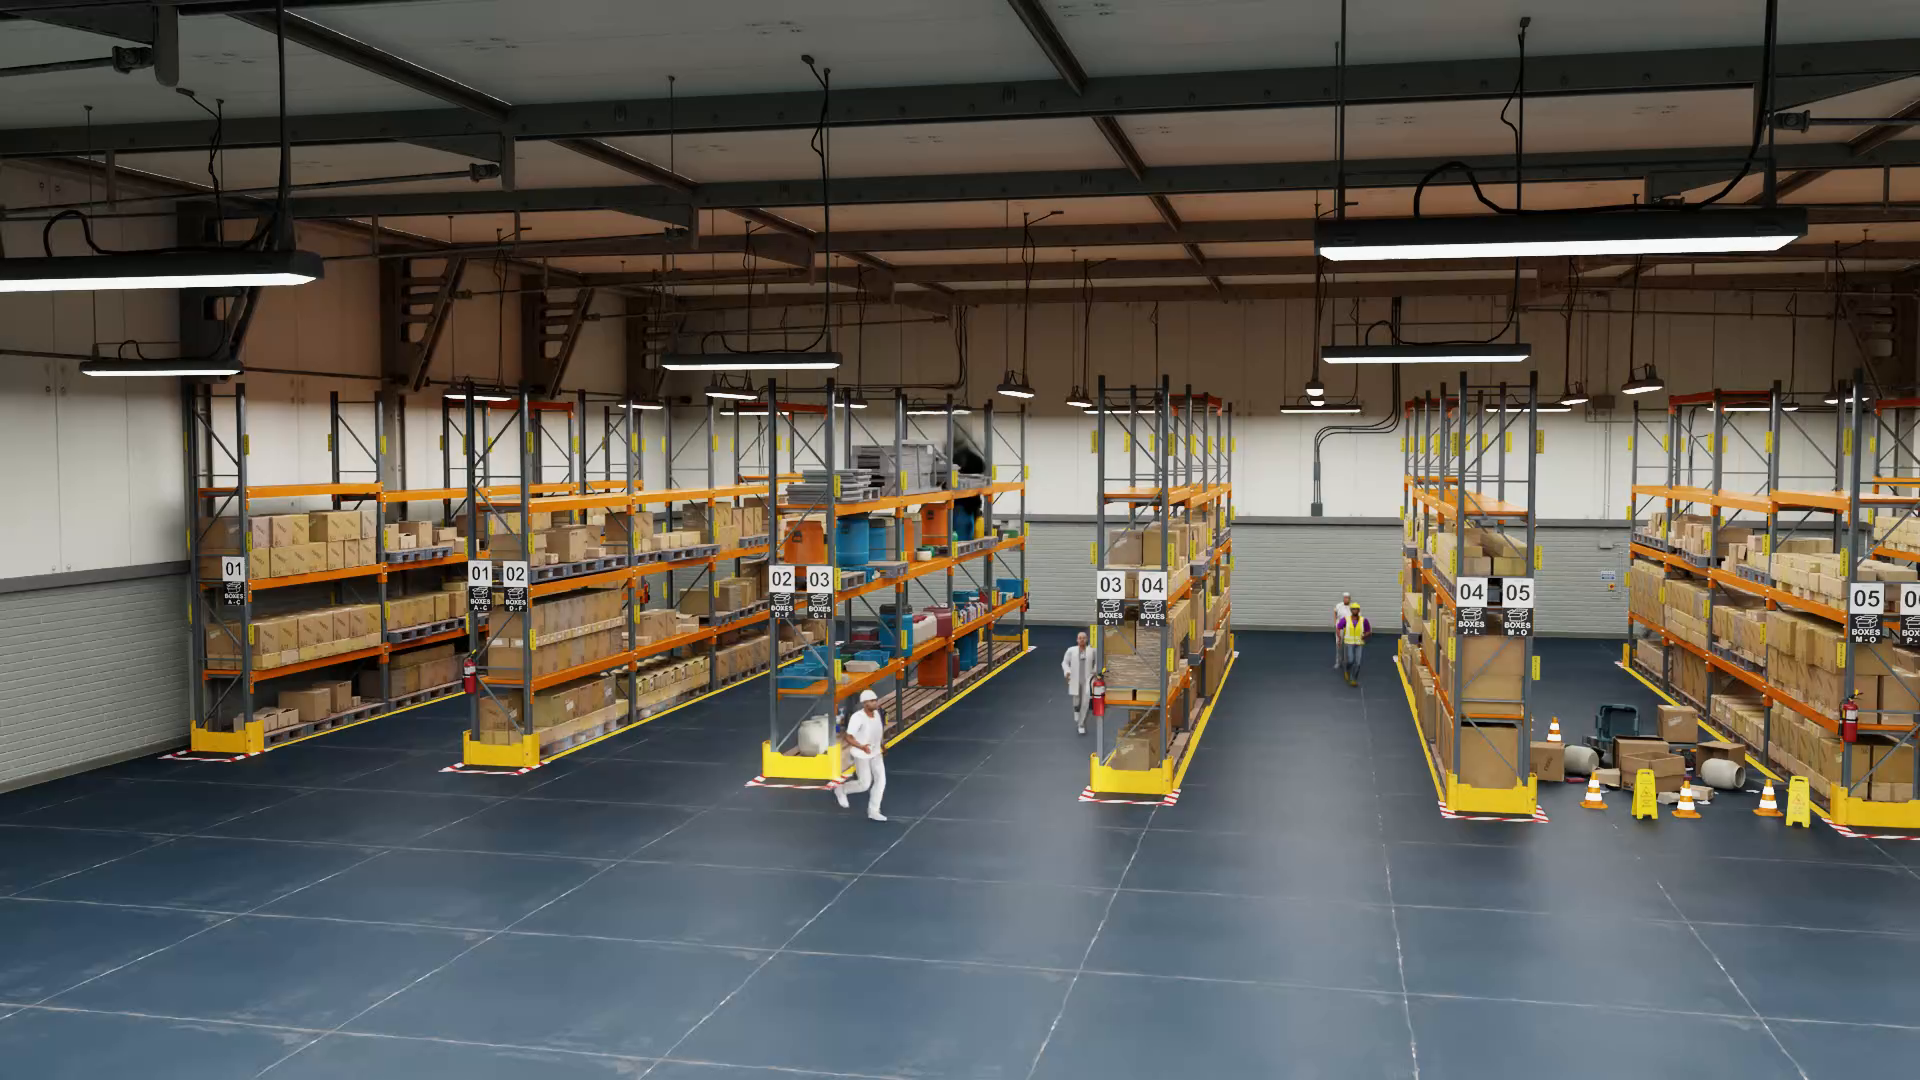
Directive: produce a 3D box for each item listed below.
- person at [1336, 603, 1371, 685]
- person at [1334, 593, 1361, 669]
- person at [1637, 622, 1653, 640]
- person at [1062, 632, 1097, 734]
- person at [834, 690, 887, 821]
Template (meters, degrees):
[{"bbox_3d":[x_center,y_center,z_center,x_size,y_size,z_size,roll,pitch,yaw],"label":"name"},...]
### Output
[{"bbox_3d":[8.165,2.167,34.430,0.691,1.723,0.586,0,3,6],"label":"person"},{"bbox_3d":[8.728,2.039,37.484,0.614,1.724,0.756,1,3,16],"label":"person"},{"bbox_3d":[15.985,1.978,38.710,0.502,1.620,0.639,3,4,40],"label":"person"},{"bbox_3d":[2.138,2.477,29.075,0.711,1.743,0.756,0,3,4],"label":"person"},{"bbox_3d":[-1.302,2.864,22.266,0.834,1.735,0.692,3,4,38],"label":"person"}]
